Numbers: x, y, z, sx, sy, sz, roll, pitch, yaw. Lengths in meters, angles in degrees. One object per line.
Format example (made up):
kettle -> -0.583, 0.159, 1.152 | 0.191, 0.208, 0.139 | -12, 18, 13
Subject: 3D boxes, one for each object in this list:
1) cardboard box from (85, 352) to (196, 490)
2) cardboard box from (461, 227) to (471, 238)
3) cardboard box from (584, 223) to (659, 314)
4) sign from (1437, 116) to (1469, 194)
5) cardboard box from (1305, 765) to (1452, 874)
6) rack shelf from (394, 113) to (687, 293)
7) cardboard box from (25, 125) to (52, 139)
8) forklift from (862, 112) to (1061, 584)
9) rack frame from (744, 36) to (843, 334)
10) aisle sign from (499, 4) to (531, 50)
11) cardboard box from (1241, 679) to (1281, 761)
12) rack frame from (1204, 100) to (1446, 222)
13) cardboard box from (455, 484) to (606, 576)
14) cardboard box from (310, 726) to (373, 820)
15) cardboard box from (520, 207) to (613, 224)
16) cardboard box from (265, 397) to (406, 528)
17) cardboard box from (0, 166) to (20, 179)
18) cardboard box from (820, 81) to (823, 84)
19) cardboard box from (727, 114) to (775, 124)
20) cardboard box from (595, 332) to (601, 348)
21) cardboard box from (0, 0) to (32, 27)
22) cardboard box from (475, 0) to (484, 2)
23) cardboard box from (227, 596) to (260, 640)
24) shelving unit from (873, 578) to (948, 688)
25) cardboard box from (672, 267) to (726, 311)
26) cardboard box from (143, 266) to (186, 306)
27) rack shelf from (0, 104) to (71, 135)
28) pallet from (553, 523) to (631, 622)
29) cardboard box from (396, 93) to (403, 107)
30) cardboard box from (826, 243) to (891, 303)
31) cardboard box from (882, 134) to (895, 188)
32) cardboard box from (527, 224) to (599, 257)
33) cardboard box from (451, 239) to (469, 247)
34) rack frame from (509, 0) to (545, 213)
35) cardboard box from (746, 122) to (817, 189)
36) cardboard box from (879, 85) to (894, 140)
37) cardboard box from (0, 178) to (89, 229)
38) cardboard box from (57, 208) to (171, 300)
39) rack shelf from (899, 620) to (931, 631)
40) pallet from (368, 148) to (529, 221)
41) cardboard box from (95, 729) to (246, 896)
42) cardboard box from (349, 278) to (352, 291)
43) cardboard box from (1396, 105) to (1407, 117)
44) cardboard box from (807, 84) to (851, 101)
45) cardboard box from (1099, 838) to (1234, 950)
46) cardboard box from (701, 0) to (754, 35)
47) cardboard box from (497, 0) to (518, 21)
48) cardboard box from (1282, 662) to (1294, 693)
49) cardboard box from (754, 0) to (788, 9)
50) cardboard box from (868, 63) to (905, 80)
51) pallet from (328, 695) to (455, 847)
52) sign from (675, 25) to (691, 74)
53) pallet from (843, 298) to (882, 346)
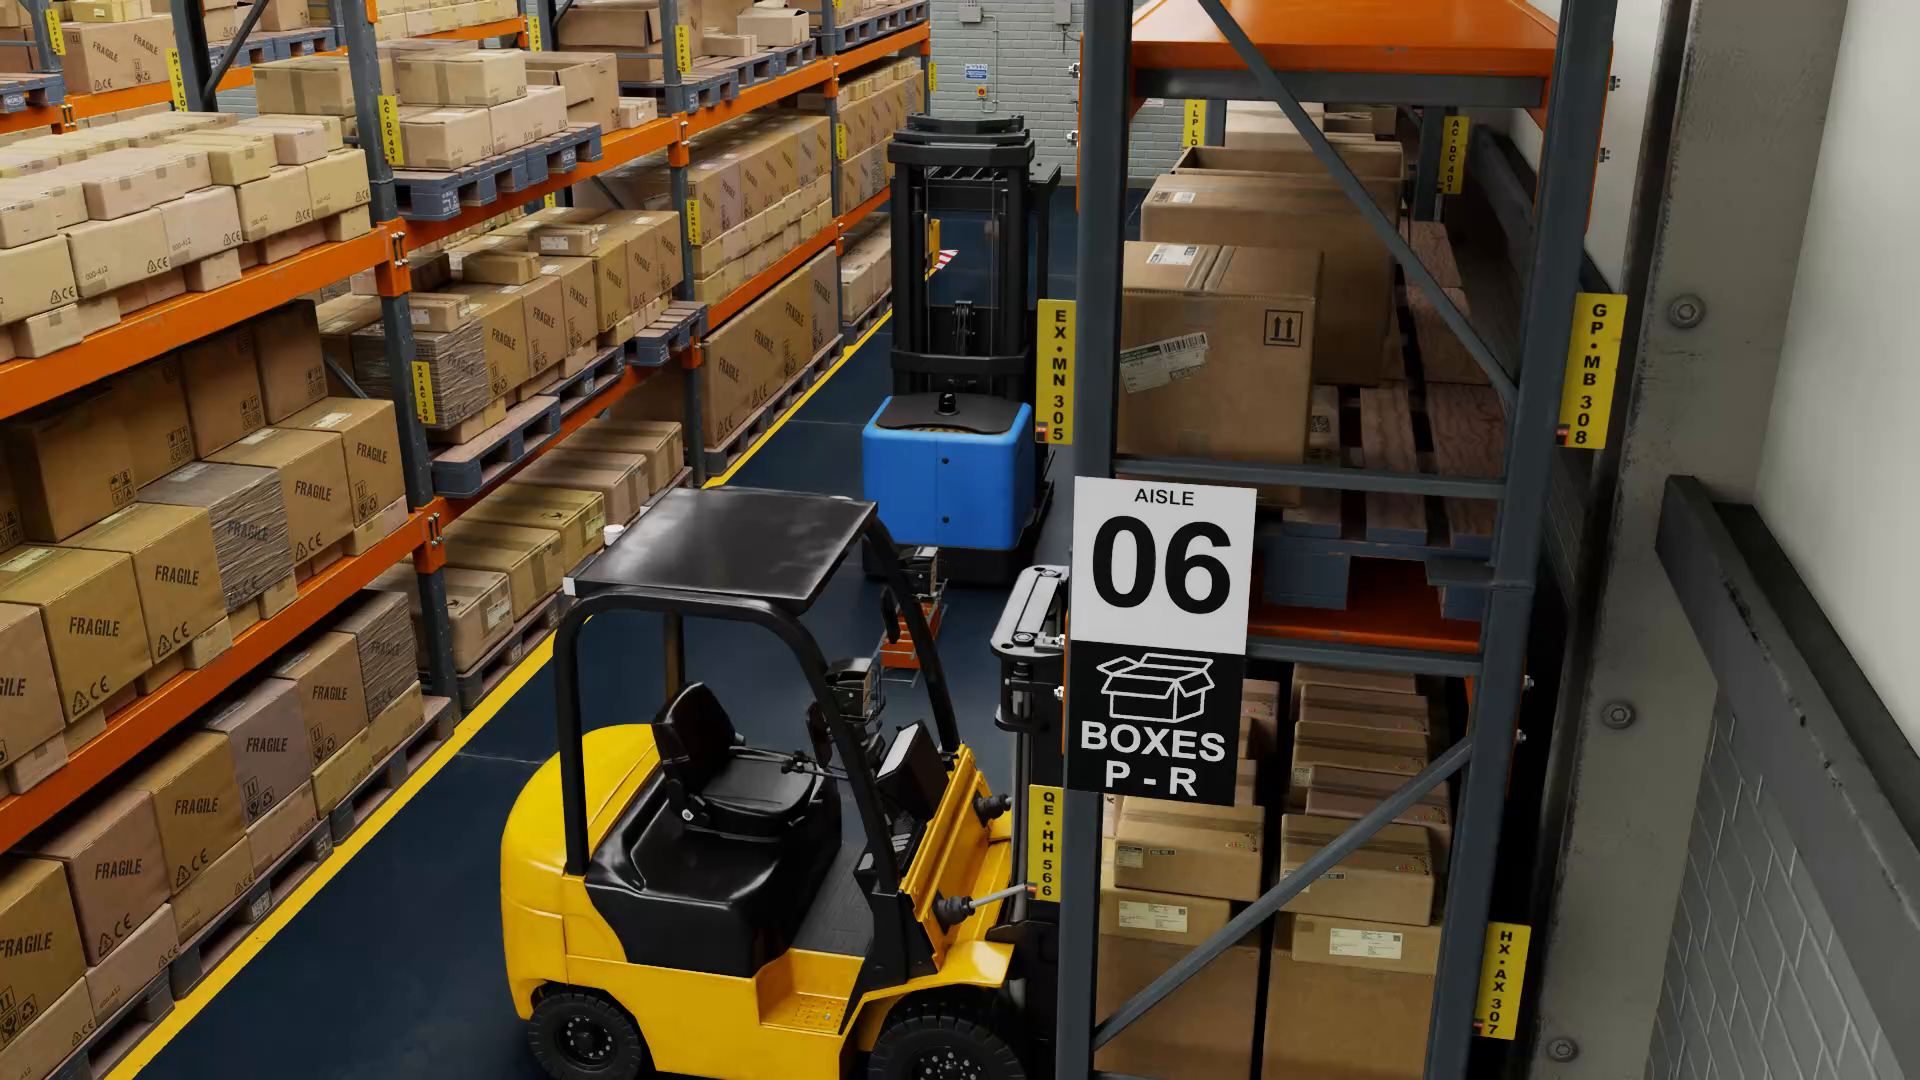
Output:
cardboard box -> -3.854, -0.532, 7.289 | 0.700, 0.500, 0.500 | 4, 22, 10
cardboard box -> -5.889, -3.587, 19.203 | 0.380, 0.149, 0.250 | 4, 22, 9
cardboard box -> -2.397, -1.859, 11.361 | 0.500, 0.500, 0.500 | 4, 22, 10
sign -> 2.106, -1.644, 7.107 | 0.100, 0.325, 0.005 | 4, 22, 11
cardboard box -> 1.140, 0.761, 4.549 | 0.380, 0.149, 0.250 | 5, 23, 13
rack shelf -> -2.889, -2.184, 10.209 | 1.077, 0.370, 4.000 | 4, 22, 11
cardboard box -> -10.808, -4.668, 19.231 | 0.500, 0.250, 0.500 | 5, 22, 12
forklift -> 0.108, -1.589, 11.875 | 1.130, 2.935, 3.031 | 4, 22, 9
rack frame -> -1.665, -3.321, 16.083 | 1.000, 3.000, 0.127 | 4, 22, 11
aisle sign -> -5.407, -6.334, 20.085 | 0.394, 0.787, 0.004 | 4, 22, 11
cardboard box -> 0.784, 0.537, 5.104 | 0.380, 0.149, 0.250 | 5, 22, 11
rack frame -> 1.563, -2.801, 6.762 | 1.000, 3.000, 0.127 | 4, 22, 11
cardboard box -> -2.909, -0.080, 10.993 | 0.950, 0.372, 0.625 | 5, 23, 13
cardboard box -> -3.254, 1.118, 8.181 | 0.500, 0.250, 0.500 | 4, 22, 9
cardboard box -> -2.800, -2.090, 11.933 | 0.500, 0.500, 0.500 | 4, 22, 9
cardboard box -> -3.145, -0.398, 8.294 | 0.500, 0.500, 0.500 | 4, 22, 10
cardboard box -> -3.918, -1.374, 6.505 | 0.380, 0.149, 0.250 | 5, 22, 12
cardboard box -> -1.591, -4.731, 17.245 | 0.380, 0.149, 0.250 | 4, 22, 10
cardboard box -> -2.036, -3.692, 15.533 | 0.500, 0.500, 0.500 | 5, 22, 12
cardboard box -> -2.585, -1.324, 10.899 | 0.380, 0.149, 0.250 | 5, 22, 11
cardboard box -> -7.520, -4.159, 12.991 | 0.396, 0.266, 0.258 | 4, 22, 11
cardboard box -> -5.663, -6.303, 19.004 | 0.500, 0.250, 0.500 | 4, 22, 9
cardboard box -> -3.350, 0.326, 7.366 | 0.380, 0.149, 0.250 | 4, 22, 10
shelving unit -> -0.292, 0.550, 10.228 | 0.258, 0.189, 1.200 | 4, 22, 9
cardboard box -> -2.135, -1.948, 12.876 | 0.500, 0.250, 0.500 | 4, 22, 10
cardboard box -> -3.423, -1.067, 6.810 | 0.380, 0.149, 0.250 | 5, 22, 12
rack shelf -> -7.756, -2.524, 11.054 | 1.077, 0.370, 4.000 | 4, 22, 11
pallet -> -2.893, 0.166, 11.158 | 1.003, 0.211, 1.213 | 4, 22, 11
cardboard box -> -3.212, -2.321, 9.224 | 0.500, 0.250, 0.500 | 5, 22, 12
cardboard box -> -1.250, -2.876, 17.846 | 0.875, 0.438, 0.875 | 4, 22, 9
cardboard box -> -0.993, -4.072, 17.816 | 0.500, 0.500, 0.500 | 5, 22, 13
cardboard box -> -2.539, -1.918, 10.638 | 0.380, 0.149, 0.250 | 3, 22, 8
cardboard box -> -5.840, -3.344, 18.997 | 0.380, 0.149, 0.250 | 5, 22, 11
rack frame -> -5.715, -5.124, 20.561 | 1.000, 3.000, 0.127 | 4, 22, 11
cardboard box -> -1.609, -3.458, 14.953 | 0.500, 0.500, 0.500 | 5, 22, 12
cardboard box -> -1.001, -4.541, 17.642 | 0.500, 0.500, 0.500 | 4, 22, 11
cardboard box -> -3.500, -1.245, 6.184 | 0.380, 0.149, 0.250 | 5, 22, 12
cardboard box -> -3.433, -1.115, 6.395 | 0.500, 0.250, 0.500 | 5, 22, 12
rack shelf -> -0.305, 0.578, 10.159 | 0.258, 0.180, 0.103 | 4, 22, 9
pallet -> -3.067, -1.917, 8.834 | 1.213, 0.211, 1.003 | 4, 22, 11
cardboard box -> -3.461, 1.144, 7.113 | 0.500, 0.500, 0.500 | 5, 22, 12
cardboard box -> -6.650, -2.791, 18.023 | 0.380, 0.149, 0.250 | 5, 22, 12
cardboard box -> 2.482, -2.759, 10.179 | 0.500, 0.250, 0.500 | 4, 22, 11
cardboard box -> -1.299, -4.419, 16.470 | 0.380, 0.149, 0.250 | 4, 22, 10
cardboard box -> 0.543, 0.950, 4.478 | 0.380, 0.149, 0.250 | 5, 22, 12
cardboard box -> -2.129, -4.653, 14.680 | 0.500, 0.500, 0.500 | 4, 22, 10
cardboard box -> -5.549, -6.259, 19.565 | 0.500, 0.250, 0.500 | 4, 22, 10
cardboard box -> 1.414, 0.678, 6.020 | 0.500, 0.500, 0.500 | 5, 22, 12
cardboard box -> -1.848, -5.149, 16.091 | 0.396, 0.266, 0.258 | 5, 23, 13
cardboard box -> -0.816, -5.164, 18.319 | 0.380, 0.149, 0.250 | 5, 22, 12
pallet -> -3.400, 1.147, 8.723 | 1.003, 0.211, 1.213 | 4, 22, 11
sign -> -1.950, -3.447, 11.689 | 0.100, 0.325, 0.005 | 4, 22, 11
pallet -> -1.433, -2.299, 17.280 | 1.003, 0.211, 1.213 | 4, 22, 11
